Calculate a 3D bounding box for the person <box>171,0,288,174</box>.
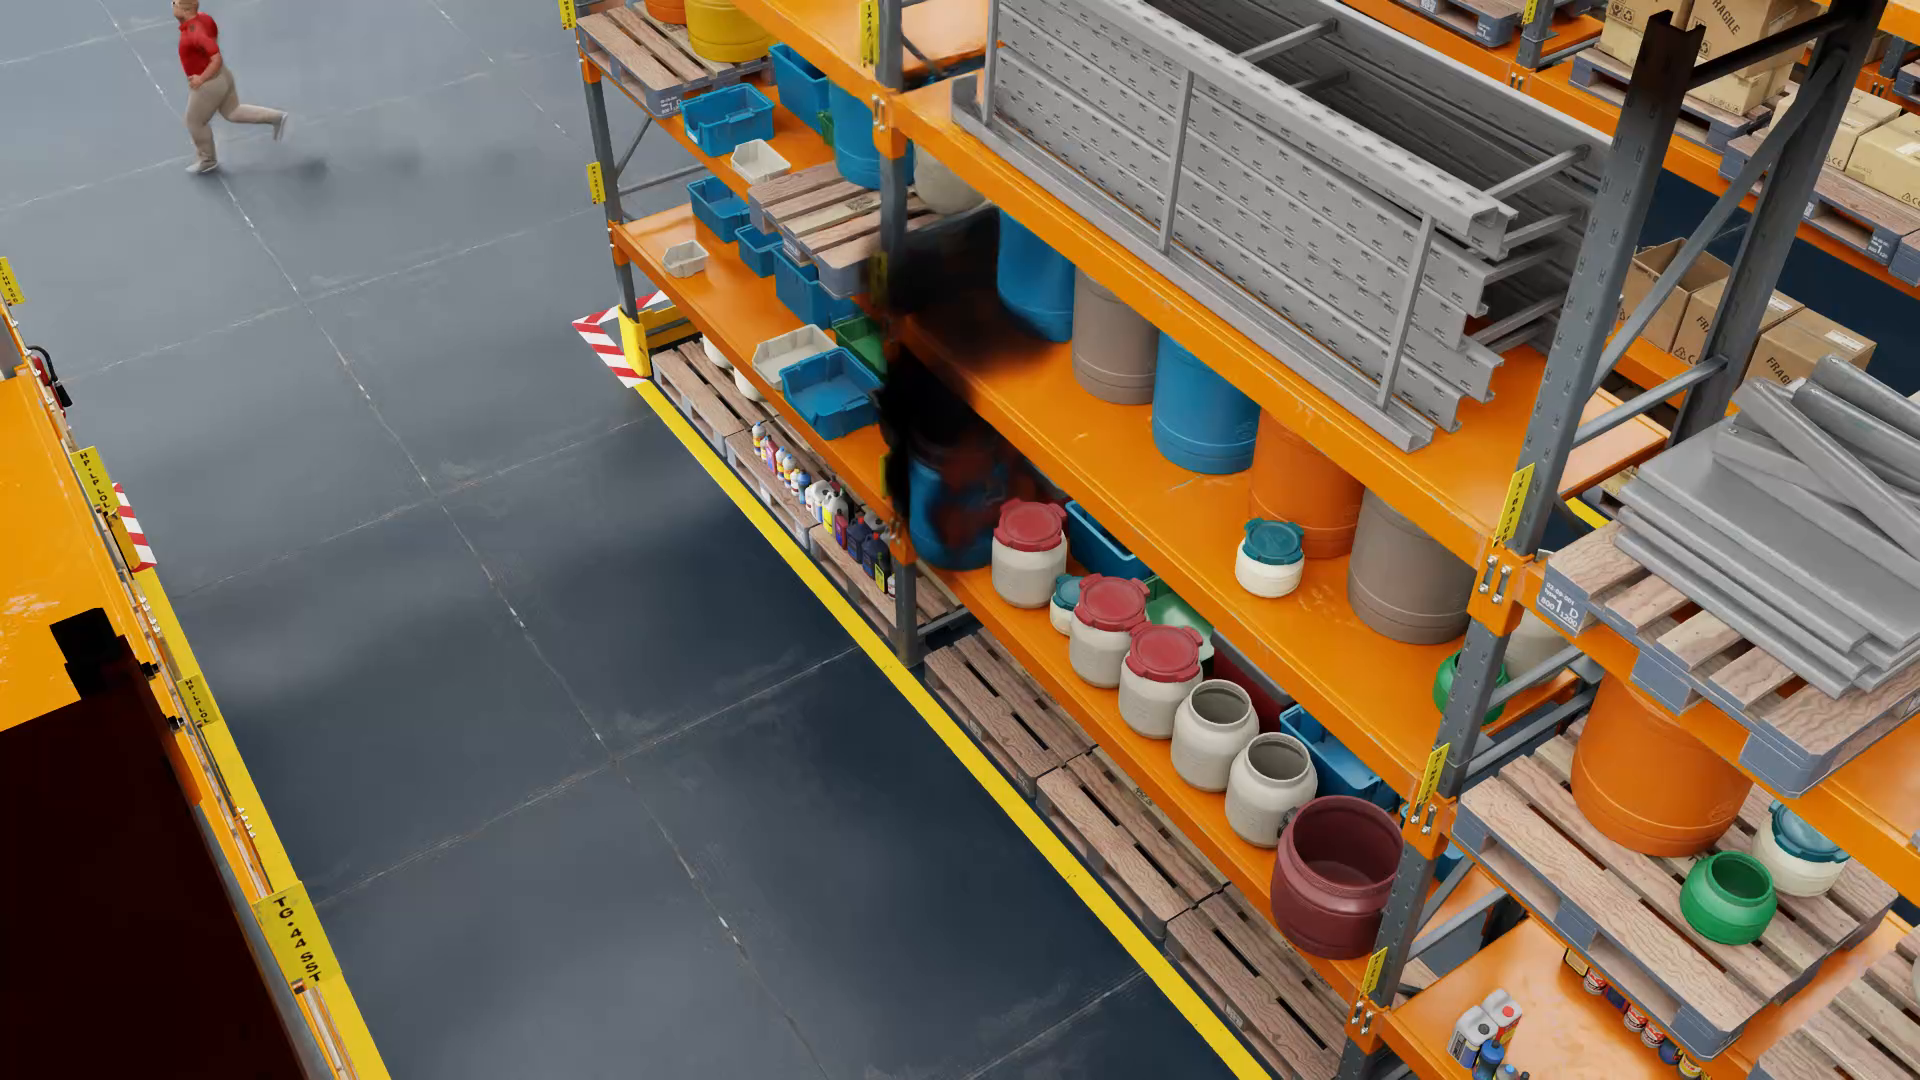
[{"bbox_3d":[-6.724,-4.126,15.035,1.024,1.716,0.642,-3,43,-4],"label":"person"}]
